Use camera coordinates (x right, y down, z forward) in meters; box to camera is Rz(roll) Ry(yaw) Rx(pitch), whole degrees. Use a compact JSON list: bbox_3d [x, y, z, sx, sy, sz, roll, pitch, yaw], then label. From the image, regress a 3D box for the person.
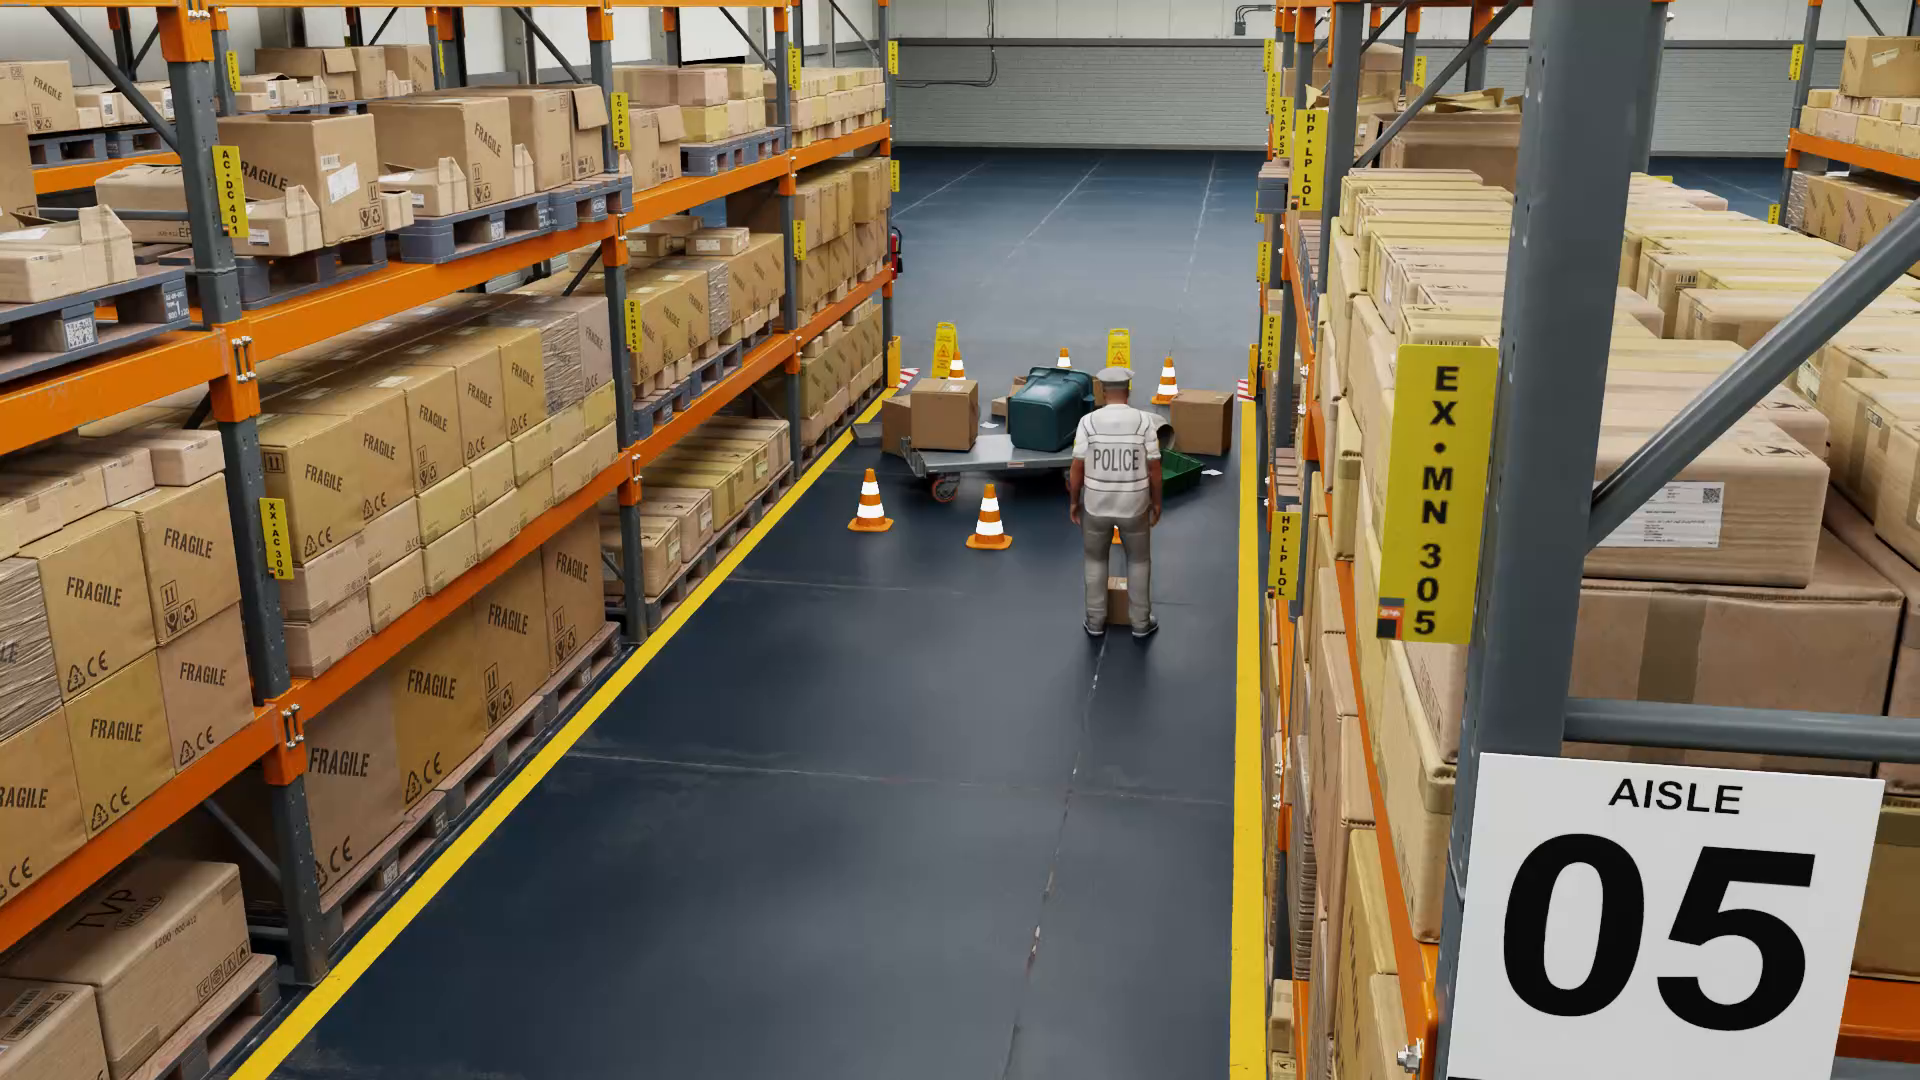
[{"bbox_3d":[1.009,-0.224,10.735,0.604,1.751,0.427,2,18,6],"label":"person"}]
